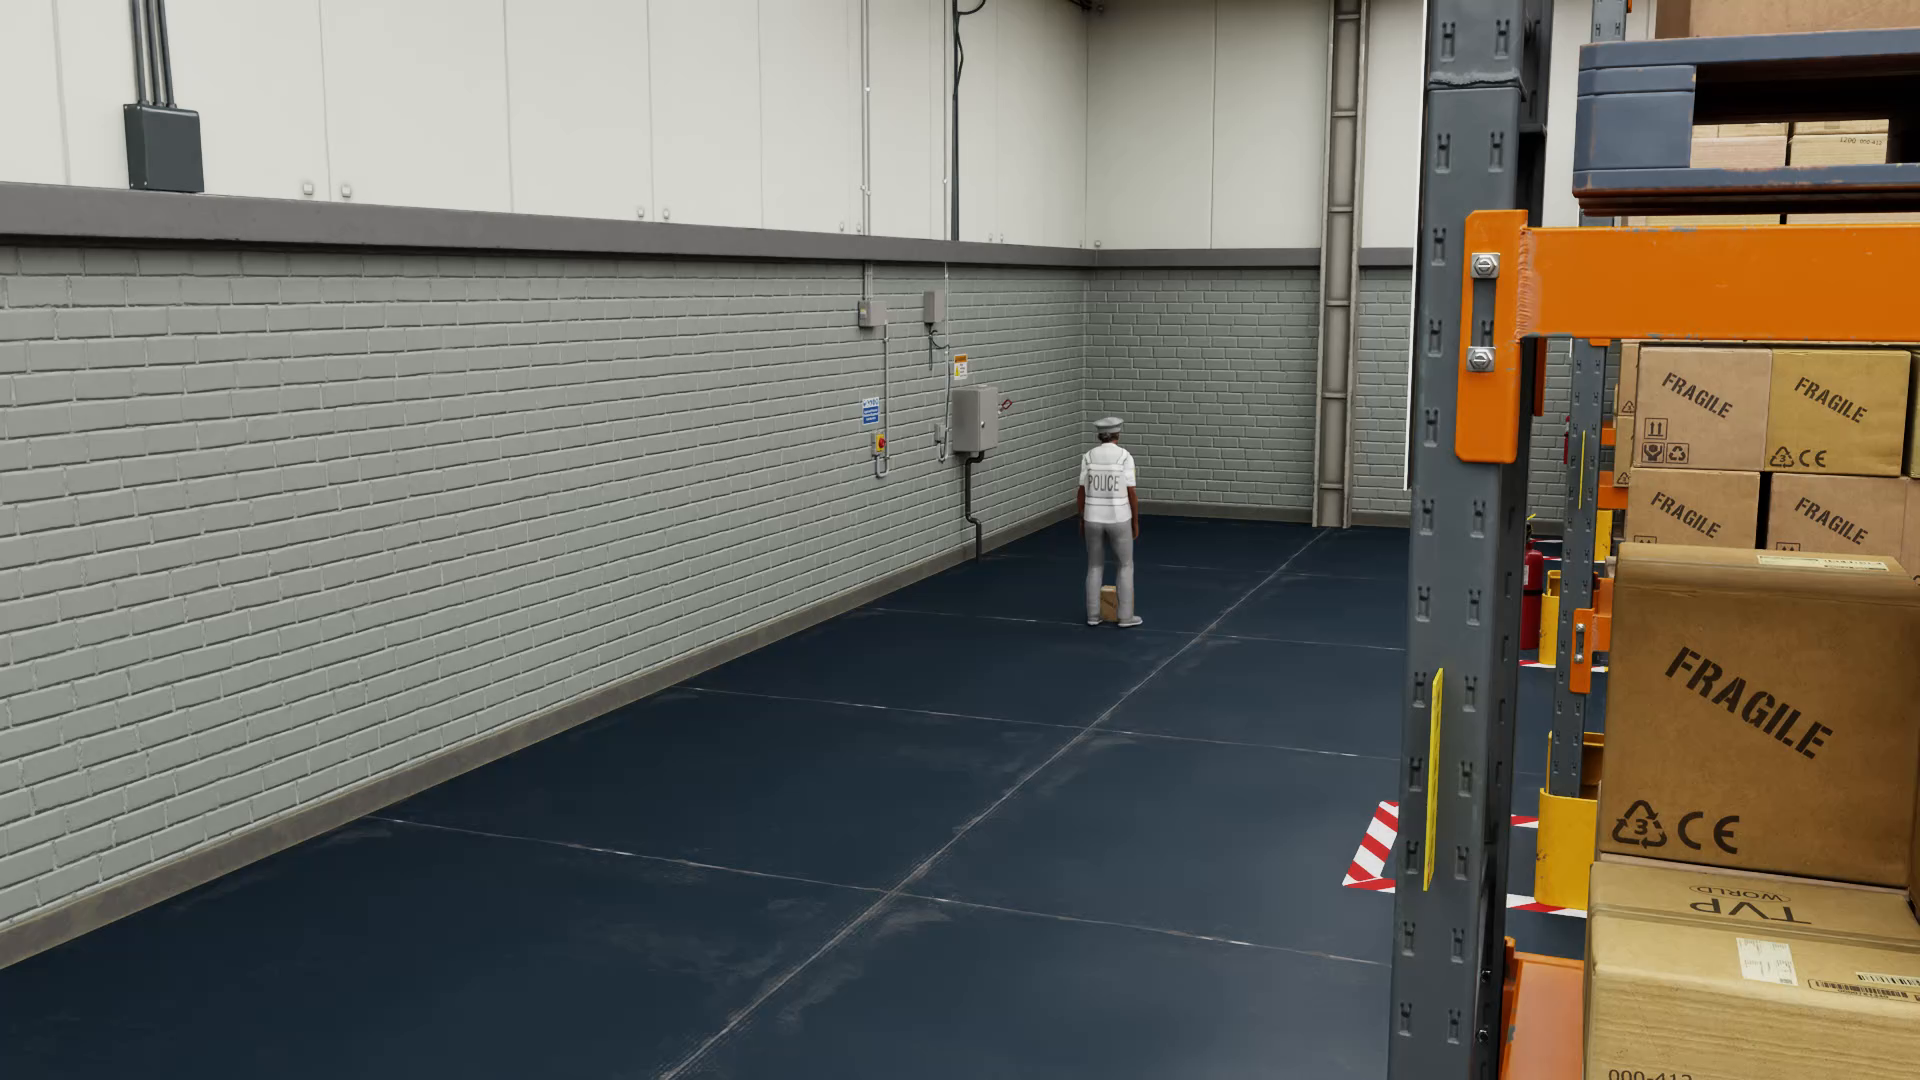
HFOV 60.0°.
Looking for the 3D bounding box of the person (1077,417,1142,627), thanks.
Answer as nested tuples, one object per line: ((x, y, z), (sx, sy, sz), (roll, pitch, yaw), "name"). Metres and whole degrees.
((1.192, -0.137, 13.251), (0.515, 1.656, 0.397), (3, 9, 19), "person")
